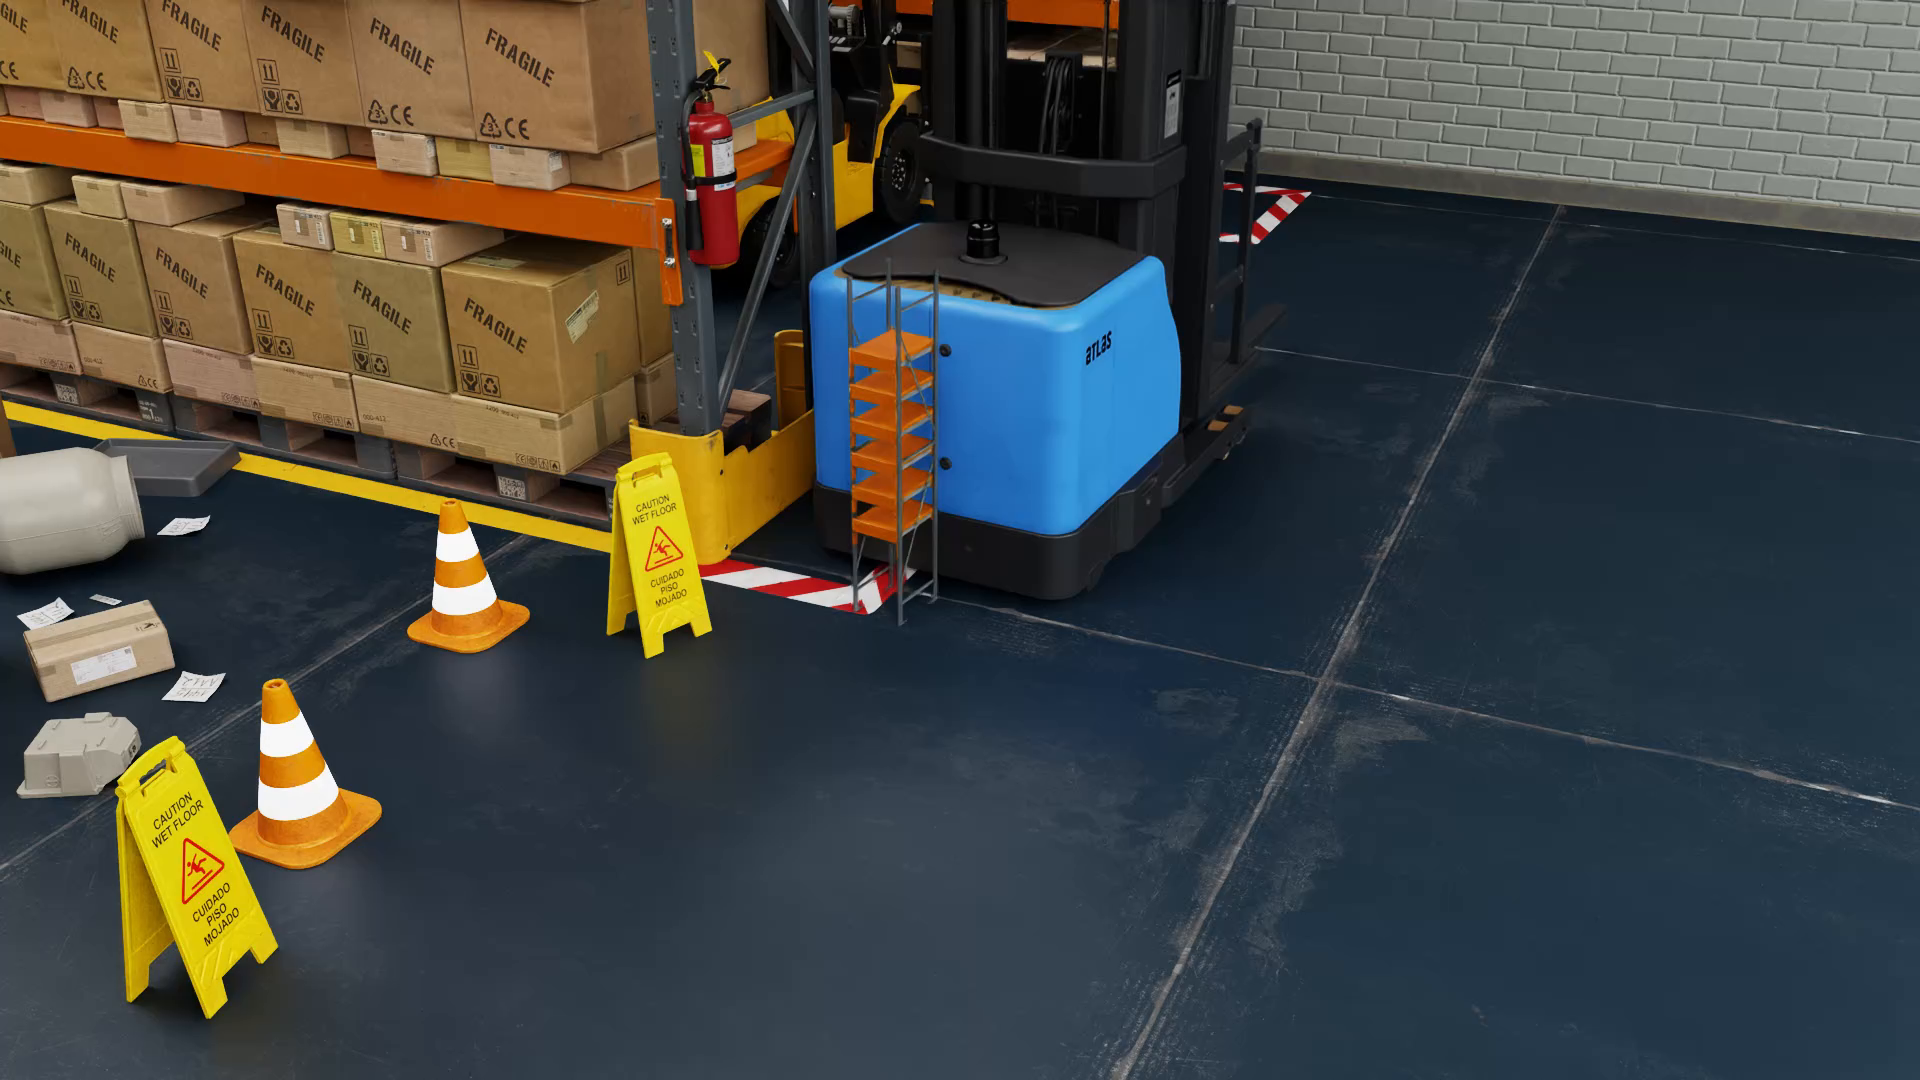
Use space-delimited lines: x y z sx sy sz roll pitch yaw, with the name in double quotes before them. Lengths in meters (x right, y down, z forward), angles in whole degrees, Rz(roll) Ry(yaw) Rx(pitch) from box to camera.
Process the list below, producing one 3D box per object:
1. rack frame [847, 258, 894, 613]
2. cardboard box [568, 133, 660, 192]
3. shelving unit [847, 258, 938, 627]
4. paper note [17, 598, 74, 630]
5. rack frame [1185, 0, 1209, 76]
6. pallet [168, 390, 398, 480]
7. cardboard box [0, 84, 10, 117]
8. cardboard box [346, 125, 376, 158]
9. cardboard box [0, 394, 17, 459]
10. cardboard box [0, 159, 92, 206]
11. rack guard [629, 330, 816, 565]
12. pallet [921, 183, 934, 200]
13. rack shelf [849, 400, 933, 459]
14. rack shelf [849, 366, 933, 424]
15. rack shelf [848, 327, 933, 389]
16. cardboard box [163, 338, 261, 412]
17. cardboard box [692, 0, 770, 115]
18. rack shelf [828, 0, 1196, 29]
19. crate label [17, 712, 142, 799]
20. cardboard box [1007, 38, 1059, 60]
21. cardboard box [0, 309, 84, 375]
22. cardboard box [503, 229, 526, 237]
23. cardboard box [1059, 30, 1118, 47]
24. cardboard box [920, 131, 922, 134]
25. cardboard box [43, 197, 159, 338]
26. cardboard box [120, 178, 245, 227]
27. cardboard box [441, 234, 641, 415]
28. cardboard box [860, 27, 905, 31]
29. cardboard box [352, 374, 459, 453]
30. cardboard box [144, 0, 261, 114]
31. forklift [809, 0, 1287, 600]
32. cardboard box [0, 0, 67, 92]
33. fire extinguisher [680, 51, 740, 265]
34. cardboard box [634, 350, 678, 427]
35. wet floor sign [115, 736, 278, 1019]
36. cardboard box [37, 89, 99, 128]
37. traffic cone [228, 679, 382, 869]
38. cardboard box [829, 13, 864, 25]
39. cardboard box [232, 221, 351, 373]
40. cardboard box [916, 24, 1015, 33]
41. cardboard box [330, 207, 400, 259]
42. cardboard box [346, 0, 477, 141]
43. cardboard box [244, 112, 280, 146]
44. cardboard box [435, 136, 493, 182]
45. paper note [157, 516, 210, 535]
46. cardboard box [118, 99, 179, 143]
"rack frame" -0.296 -0.330 5.557 0.006 1.200 0.240 16 30 28
"cardboard box" -1.174 -1.367 5.914 0.250 0.149 0.380 12 29 24
"shelving unit" -0.218 -0.308 5.515 0.189 1.200 0.258 16 30 28
"paper note" -3.141 0.252 5.716 0.142 0.019 0.148 23 35 39
"rack frame" 1.306 -3.493 9.950 0.127 3.000 1.000 11 28 22
"pallet" -2.646 -0.646 7.324 1.213 0.211 1.003 11 28 22
"cardboard box" -3.981 -1.904 7.005 0.250 0.149 0.380 12 29 23
"cardboard box" -2.097 -1.562 6.311 0.250 0.149 0.380 12 29 23
"cardboard box" -3.974 -0.365 6.422 0.500 0.500 0.500 -12 29 -23
"cardboard box" -3.872 -1.547 7.051 0.250 0.149 0.380 12 29 23
"rack guard" -0.814 -0.389 6.475 0.348 0.500 1.175 11 28 22
"pallet" -0.514 -2.589 11.270 1.213 0.211 1.003 11 28 22
"rack shelf" -0.217 -0.376 5.481 0.180 0.103 0.258 16 30 28
"rack shelf" -0.216 -0.483 5.427 0.180 0.103 0.258 16 30 28
"rack shelf" -0.214 -0.590 5.373 0.180 0.103 0.258 16 30 28
"cardboard box" -2.986 -0.778 7.071 0.500 0.250 0.500 11 28 21
"cardboard box" -1.061 -1.873 6.209 0.500 0.500 0.500 11 28 21
"rack shelf" -0.514 -3.536 10.851 4.000 0.370 1.077 11 28 22
"crate label" -2.562 0.617 4.842 0.298 0.136 0.250 -2 26 -5
"cardboard box" 0.291 -2.947 10.345 0.500 0.250 0.500 12 29 23
"cardboard box" -3.961 -0.967 7.455 0.500 0.250 0.500 10 28 19
"cardboard box" -1.865 -1.145 6.968 0.500 0.500 0.500 10 28 20
"cardboard box" 0.947 -3.061 10.577 0.500 0.250 0.500 11 28 21
"cardboard box" -0.153 -2.597 10.766 0.500 0.250 0.500 12 29 22
"cardboard box" -3.469 -1.210 7.100 0.500 0.500 0.500 13 29 24
"cardboard box" -3.157 -1.406 6.764 0.250 0.149 0.380 13 29 25
"cardboard box" -1.582 -0.830 6.328 0.500 0.500 0.500 12 28 22
"cardboard box" -0.631 -3.131 10.718 0.500 0.250 0.500 11 28 21
"cardboard box" -2.061 -0.589 6.688 0.500 0.250 0.500 11 28 22
"cardboard box" -2.715 -1.950 6.365 0.500 0.500 0.500 12 29 22
"forklift" 0.591 -1.729 6.443 1.130 2.935 3.031 13 29 24
"cardboard box" -3.635 -2.132 6.734 0.500 0.500 0.500 11 28 22
"fire extinguisher" -0.832 -1.256 5.493 0.183 0.674 0.296 11 28 22
"cardboard box" -1.365 -0.710 6.935 0.500 0.250 0.500 11 28 21
"wet floor sign" -1.856 0.777 3.941 0.232 0.644 0.267 6 27 13
"cardboard box" -3.516 -1.808 6.811 0.250 0.149 0.380 12 29 23
"traffic cone" -1.821 0.590 4.528 0.334 0.463 0.336 11 28 22
"cardboard box" -0.885 -3.432 11.329 0.500 0.250 0.500 12 28 22
"cardboard box" -2.515 -1.019 6.712 0.500 0.500 0.500 11 28 21
"cardboard box" 0.040 -3.246 10.954 0.500 0.250 0.500 11 28 21
"cardboard box" -2.172 -1.208 6.362 0.250 0.149 0.380 12 29 23
"cardboard box" -1.807 -1.757 5.973 0.500 0.500 0.500 11 28 22
"cardboard box" -2.558 -1.654 6.498 0.250 0.149 0.380 11 28 22
"cardboard box" -1.675 -1.424 6.030 0.250 0.149 0.380 11 28 21
"paper note" -2.954 -0.058 6.333 0.148 0.019 0.142 2 26 4
"cardboard box" -3.072 -1.691 6.574 0.250 0.149 0.380 12 28 22
